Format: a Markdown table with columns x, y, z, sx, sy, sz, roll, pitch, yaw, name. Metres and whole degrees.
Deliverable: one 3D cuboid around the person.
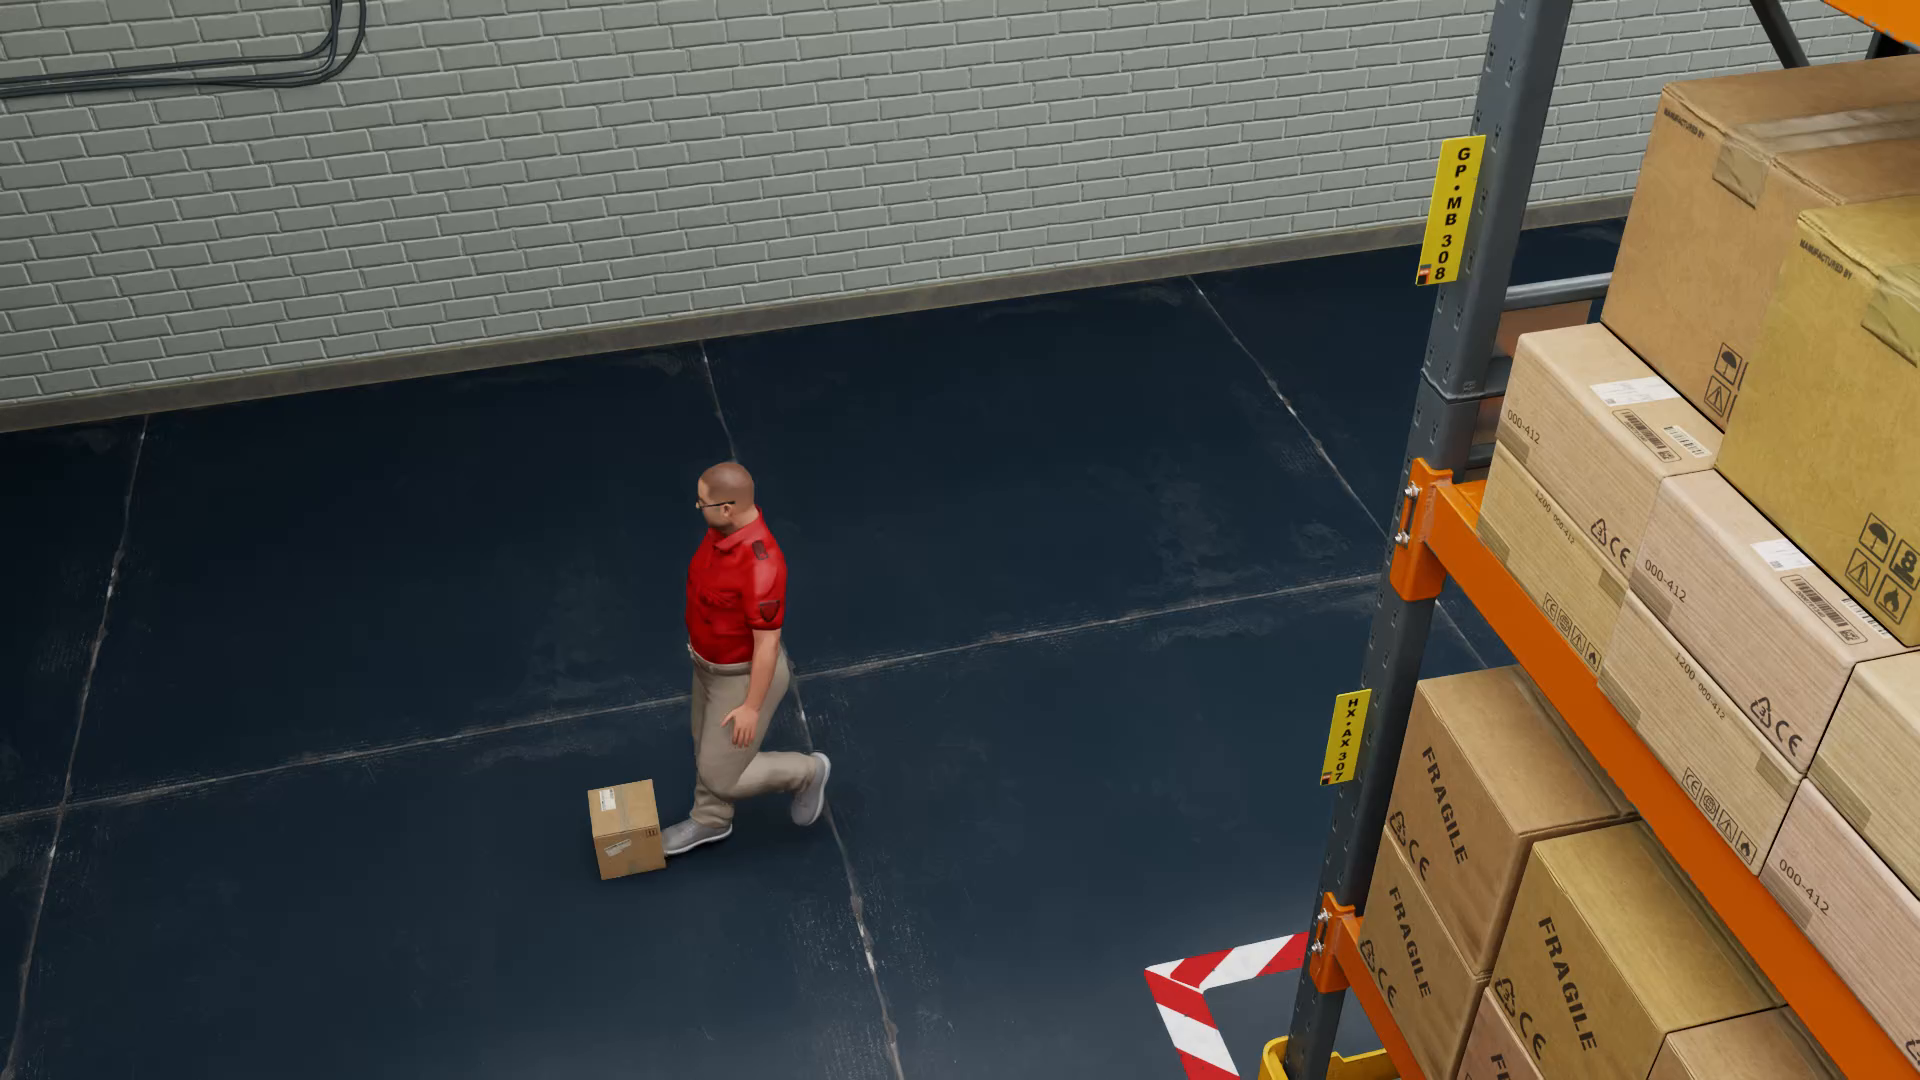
| x | y | z | sx | sy | sz | roll | pitch | yaw | name |
| --- | --- | --- | --- | --- | --- | --- | --- | --- | --- |
| -0.869 | 0.489 | 6.098 | 0.715 | 1.708 | 0.607 | -16 | 41 | -19 | person |
